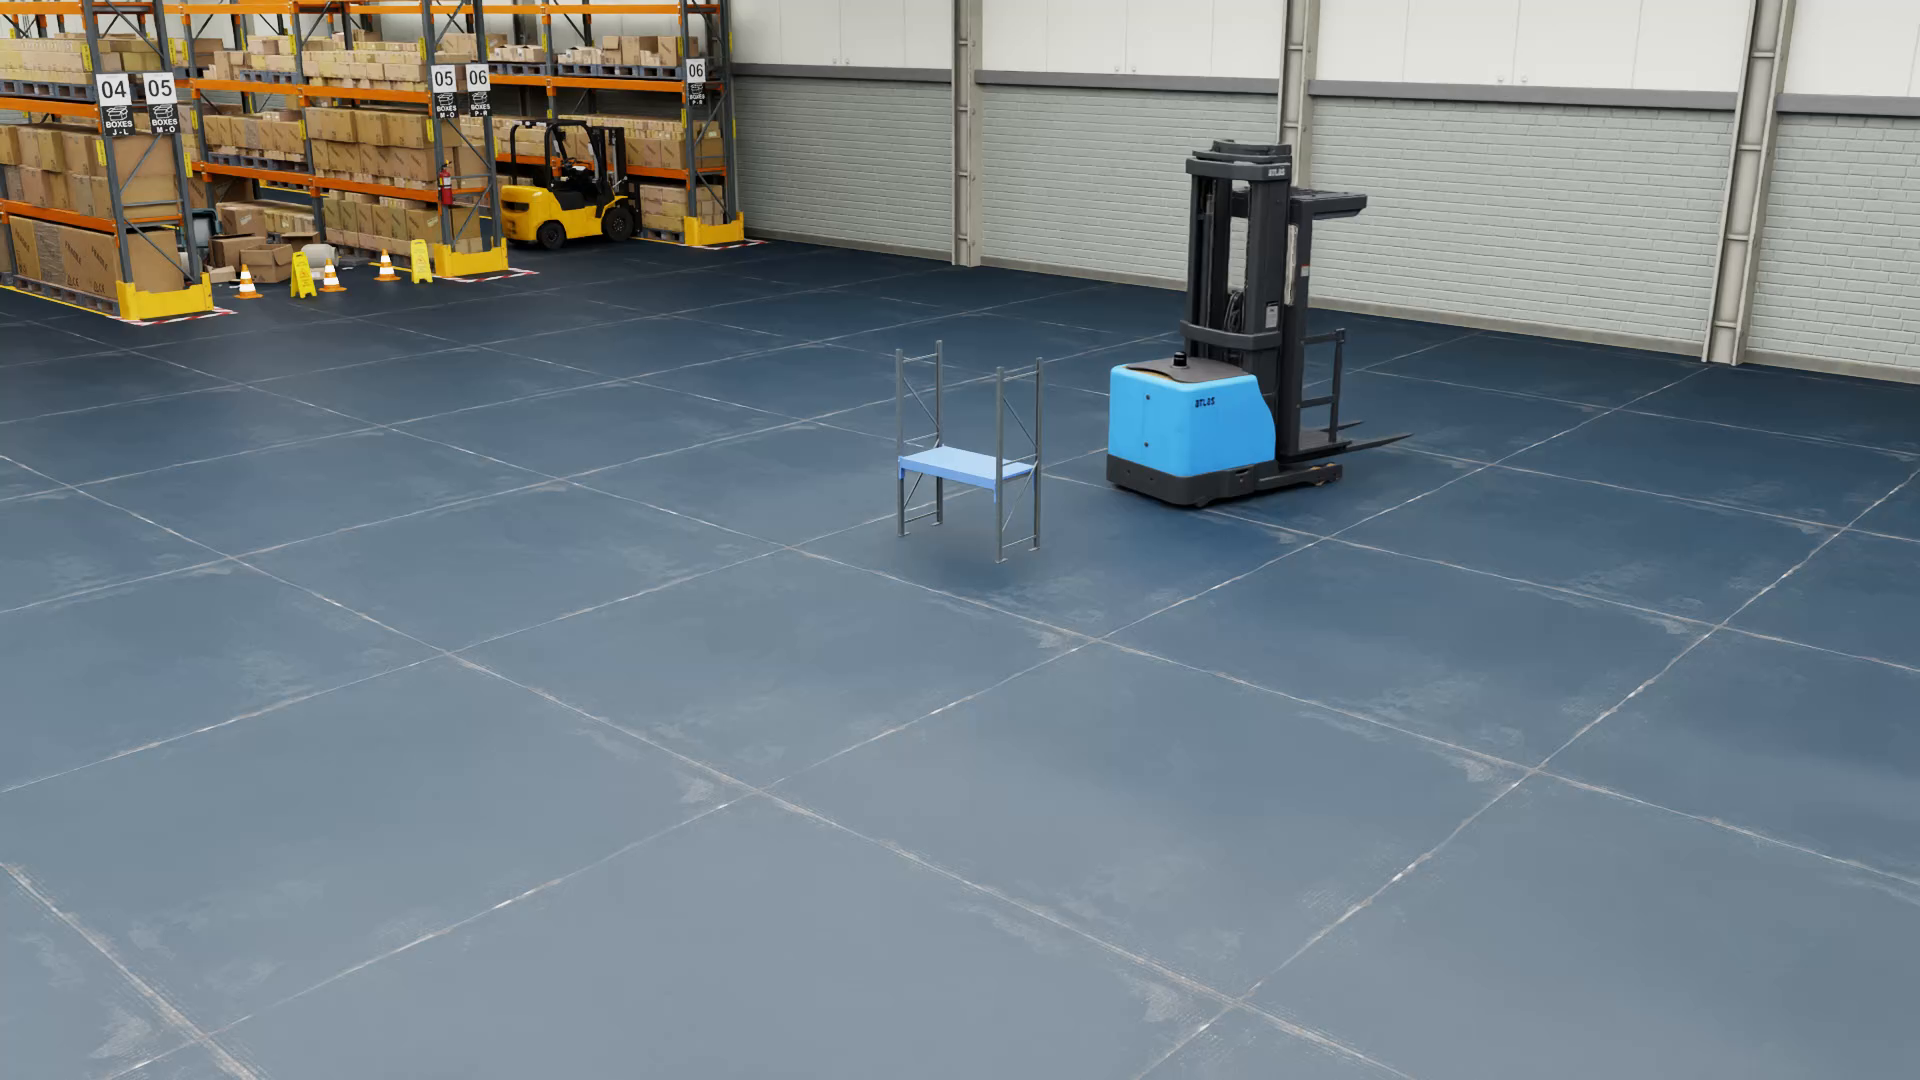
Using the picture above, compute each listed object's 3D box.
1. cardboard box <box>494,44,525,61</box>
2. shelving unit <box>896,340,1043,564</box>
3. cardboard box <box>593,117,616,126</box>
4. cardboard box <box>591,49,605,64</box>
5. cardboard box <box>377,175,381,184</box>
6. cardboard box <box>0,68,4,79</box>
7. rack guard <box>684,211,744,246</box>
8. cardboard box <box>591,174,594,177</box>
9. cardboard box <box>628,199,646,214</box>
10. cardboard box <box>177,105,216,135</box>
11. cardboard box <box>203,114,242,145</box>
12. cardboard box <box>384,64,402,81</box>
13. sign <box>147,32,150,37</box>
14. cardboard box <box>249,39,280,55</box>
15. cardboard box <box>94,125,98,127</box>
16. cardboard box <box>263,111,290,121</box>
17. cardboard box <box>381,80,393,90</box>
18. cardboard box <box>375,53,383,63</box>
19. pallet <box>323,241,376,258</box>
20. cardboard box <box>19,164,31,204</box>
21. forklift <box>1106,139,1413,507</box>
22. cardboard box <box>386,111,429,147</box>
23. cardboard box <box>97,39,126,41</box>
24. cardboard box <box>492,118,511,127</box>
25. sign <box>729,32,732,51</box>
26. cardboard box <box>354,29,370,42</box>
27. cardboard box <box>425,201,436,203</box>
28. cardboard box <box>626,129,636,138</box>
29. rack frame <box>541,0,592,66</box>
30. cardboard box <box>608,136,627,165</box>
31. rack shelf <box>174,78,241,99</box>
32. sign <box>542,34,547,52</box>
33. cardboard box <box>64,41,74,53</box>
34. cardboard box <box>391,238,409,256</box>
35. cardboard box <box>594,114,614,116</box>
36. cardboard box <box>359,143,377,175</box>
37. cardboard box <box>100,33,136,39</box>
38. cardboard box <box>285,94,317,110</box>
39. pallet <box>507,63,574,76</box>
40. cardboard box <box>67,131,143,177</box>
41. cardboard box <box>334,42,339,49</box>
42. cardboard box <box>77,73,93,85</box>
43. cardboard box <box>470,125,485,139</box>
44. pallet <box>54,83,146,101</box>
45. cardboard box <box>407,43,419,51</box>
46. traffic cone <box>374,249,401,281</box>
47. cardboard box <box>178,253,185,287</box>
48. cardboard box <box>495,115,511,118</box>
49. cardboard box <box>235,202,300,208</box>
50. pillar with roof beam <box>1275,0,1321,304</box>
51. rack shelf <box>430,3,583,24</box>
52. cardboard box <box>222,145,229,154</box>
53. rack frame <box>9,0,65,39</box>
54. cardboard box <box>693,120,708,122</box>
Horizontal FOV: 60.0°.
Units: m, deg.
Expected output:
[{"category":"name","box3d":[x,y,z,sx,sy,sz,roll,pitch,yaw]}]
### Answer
[{"category":"cardboard box","box3d":[-8.722,-9.509,32.445,0.500,0.311,0.500,14,22,37]},{"category":"shelving unit","box3d":[0.064,-0.698,12.831,1.048,1.500,0.538,15,23,39]},{"category":"cardboard box","box3d":[-6.614,-7.795,30.985,0.250,0.149,0.380,15,23,38]},{"category":"cardboard box","box3d":[-6.536,-8.876,30.526,0.258,0.266,0.396,14,23,38]},{"category":"cardboard box","box3d":[-9.297,-5.921,27.225,0.250,0.149,0.380,15,23,39]},{"category":"cardboard box","box3d":[-13.519,-6.671,23.771,0.250,0.149,0.380,15,23,39]},{"category":"rack guard","box3d":[-4.435,-5.630,30.026,0.348,0.500,1.175,15,23,39]},{"category":"cardboard box","box3d":[-6.948,-6.941,32.221,0.500,0.250,0.500,16,23,40]},{"category":"cardboard box","box3d":[-5.793,-6.183,30.661,0.500,0.250,0.500,14,23,38]},{"category":"cardboard box","box3d":[-14.289,-7.878,31.158,0.500,0.500,0.500,14,23,38]},{"category":"cardboard box","box3d":[-13.545,-7.556,30.610,0.500,0.500,0.500,14,22,38]},{"category":"cardboard box","box3d":[-8.673,-7.349,26.106,0.500,0.250,0.500,15,23,39]},{"category":"sign","box3d":[-16.367,-10.063,33.527,0.005,0.325,0.100,15,23,39]},{"category":"cardboard box","box3d":[-12.033,-8.590,28.988,0.500,0.250,0.500,16,23,40]},{"category":"cardboard box","box3d":[-17.237,-8.195,33.810,0.500,0.500,0.500,15,23,40]},{"category":"cardboard box","box3d":[-11.977,-7.431,29.145,0.250,0.149,0.380,14,22,37]},{"category":"cardboard box","box3d":[-8.944,-7.230,26.391,0.250,0.149,0.380,15,23,39]},{"category":"cardboard box","box3d":[-9.076,-7.673,26.469,0.250,0.149,0.380,14,22,38]},{"category":"pallet","box3d":[-10.211,-5.050,28.675,1.213,0.211,1.003,15,23,39]},{"category":"cardboard box","box3d":[-13.236,-5.260,24.480,0.550,0.550,0.875,15,23,39]},{"category":"forklift","box3d":[2.783,-1.995,14.553,3.031,2.935,1.130,-12,21,-32]},{"category":"cardboard box","box3d":[-8.645,-6.525,26.404,0.500,0.500,0.700,15,23,40]},{"category":"cardboard box","box3d":[-11.753,-6.844,22.996,0.250,0.149,0.380,15,23,38]},{"category":"cardboard box","box3d":[-9.073,-8.290,33.038,0.250,0.149,0.380,14,23,38]},{"category":"sign","box3d":[-4.080,-8.835,29.457,0.005,0.325,0.100,15,23,39]},{"category":"cardboard box","box3d":[-13.154,-11.087,36.508,0.258,0.266,0.396,15,23,38]},{"category":"cardboard box","box3d":[-8.946,-5.385,27.734,0.500,0.500,0.500,16,23,40]},{"category":"cardboard box","box3d":[-5.874,-7.442,30.363,0.250,0.149,0.380,15,23,40]},{"category":"rack frame","box3d":[-7.445,-10.489,31.286,0.127,3.000,1.000,15,23,39]},{"category":"cardboard box","box3d":[-6.144,-7.221,30.741,0.500,0.500,0.500,15,23,40]},{"category":"rack shelf","box3d":[-15.224,-8.797,32.104,4.000,0.370,1.077,15,23,39]},{"category":"sign","box3d":[-7.798,-9.331,31.221,0.005,0.325,0.100,15,23,39]},{"category":"cardboard box","box3d":[-11.618,-6.542,22.044,0.250,0.149,0.380,15,23,40]},{"category":"cardboard box","box3d":[-8.910,-4.799,27.127,0.500,0.250,0.500,15,23,39]},{"category":"cardboard box","box3d":[-6.845,-8.073,31.860,0.250,0.149,0.380,14,23,38]},{"category":"cardboard box","box3d":[-9.444,-6.248,27.182,0.500,0.500,0.500,15,23,40]},{"category":"cardboard box","box3d":[-17.021,-10.003,33.688,0.500,0.500,0.500,16,23,40]},{"category":"cardboard box","box3d":[-15.137,-10.014,38.222,0.500,0.500,0.500,16,23,41]},{"category":"pallet","box3d":[-8.113,-9.142,32.318,1.217,0.209,0.805,14,22,37]},{"category":"cardboard box","box3d":[-11.679,-5.321,22.888,0.550,0.550,0.875,15,23,39]},{"category":"cardboard box","box3d":[-13.496,-10.776,36.214,0.250,0.149,0.380,16,24,41]},{"category":"cardboard box","box3d":[-11.429,-6.110,22.003,0.250,0.149,0.380,15,23,39]},{"category":"cardboard box","box3d":[-9.514,-8.245,33.555,0.500,0.250,0.500,14,23,38]},{"category":"pallet","box3d":[-11.517,-6.097,22.551,1.213,0.211,1.003,15,23,39]},{"category":"cardboard box","box3d":[-11.249,-10.244,34.568,0.250,0.149,0.380,14,22,37]},{"category":"traffic cone","box3d":[-8.923,-4.288,25.858,0.334,0.463,0.336,15,23,39]},{"category":"cardboard box","box3d":[-12.104,-4.096,25.187,0.500,0.500,0.500,-13,22,-36]},{"category":"cardboard box","box3d":[-9.262,-8.573,33.930,0.250,0.149,0.380,15,23,39]},{"category":"cardboard box","box3d":[-12.755,-5.995,30.692,0.625,0.372,0.950,14,23,38]},{"category":"pillar with roof beam","box3d":[1.742,-6.646,19.177,0.400,9.000,9.100,15,23,39]},{"category":"rack shelf","box3d":[-8.941,-10.357,32.721,4.000,0.370,1.077,15,23,39]},{"category":"cardboard box","box3d":[-13.245,-7.152,30.411,0.250,0.149,0.380,13,22,36]},{"category":"rack frame","box3d":[-19.712,-11.775,35.337,0.127,3.000,1.000,15,23,39]},{"category":"cardboard box","box3d":[-4.720,-7.508,30.082,0.250,0.149,0.380,16,24,41]}]
